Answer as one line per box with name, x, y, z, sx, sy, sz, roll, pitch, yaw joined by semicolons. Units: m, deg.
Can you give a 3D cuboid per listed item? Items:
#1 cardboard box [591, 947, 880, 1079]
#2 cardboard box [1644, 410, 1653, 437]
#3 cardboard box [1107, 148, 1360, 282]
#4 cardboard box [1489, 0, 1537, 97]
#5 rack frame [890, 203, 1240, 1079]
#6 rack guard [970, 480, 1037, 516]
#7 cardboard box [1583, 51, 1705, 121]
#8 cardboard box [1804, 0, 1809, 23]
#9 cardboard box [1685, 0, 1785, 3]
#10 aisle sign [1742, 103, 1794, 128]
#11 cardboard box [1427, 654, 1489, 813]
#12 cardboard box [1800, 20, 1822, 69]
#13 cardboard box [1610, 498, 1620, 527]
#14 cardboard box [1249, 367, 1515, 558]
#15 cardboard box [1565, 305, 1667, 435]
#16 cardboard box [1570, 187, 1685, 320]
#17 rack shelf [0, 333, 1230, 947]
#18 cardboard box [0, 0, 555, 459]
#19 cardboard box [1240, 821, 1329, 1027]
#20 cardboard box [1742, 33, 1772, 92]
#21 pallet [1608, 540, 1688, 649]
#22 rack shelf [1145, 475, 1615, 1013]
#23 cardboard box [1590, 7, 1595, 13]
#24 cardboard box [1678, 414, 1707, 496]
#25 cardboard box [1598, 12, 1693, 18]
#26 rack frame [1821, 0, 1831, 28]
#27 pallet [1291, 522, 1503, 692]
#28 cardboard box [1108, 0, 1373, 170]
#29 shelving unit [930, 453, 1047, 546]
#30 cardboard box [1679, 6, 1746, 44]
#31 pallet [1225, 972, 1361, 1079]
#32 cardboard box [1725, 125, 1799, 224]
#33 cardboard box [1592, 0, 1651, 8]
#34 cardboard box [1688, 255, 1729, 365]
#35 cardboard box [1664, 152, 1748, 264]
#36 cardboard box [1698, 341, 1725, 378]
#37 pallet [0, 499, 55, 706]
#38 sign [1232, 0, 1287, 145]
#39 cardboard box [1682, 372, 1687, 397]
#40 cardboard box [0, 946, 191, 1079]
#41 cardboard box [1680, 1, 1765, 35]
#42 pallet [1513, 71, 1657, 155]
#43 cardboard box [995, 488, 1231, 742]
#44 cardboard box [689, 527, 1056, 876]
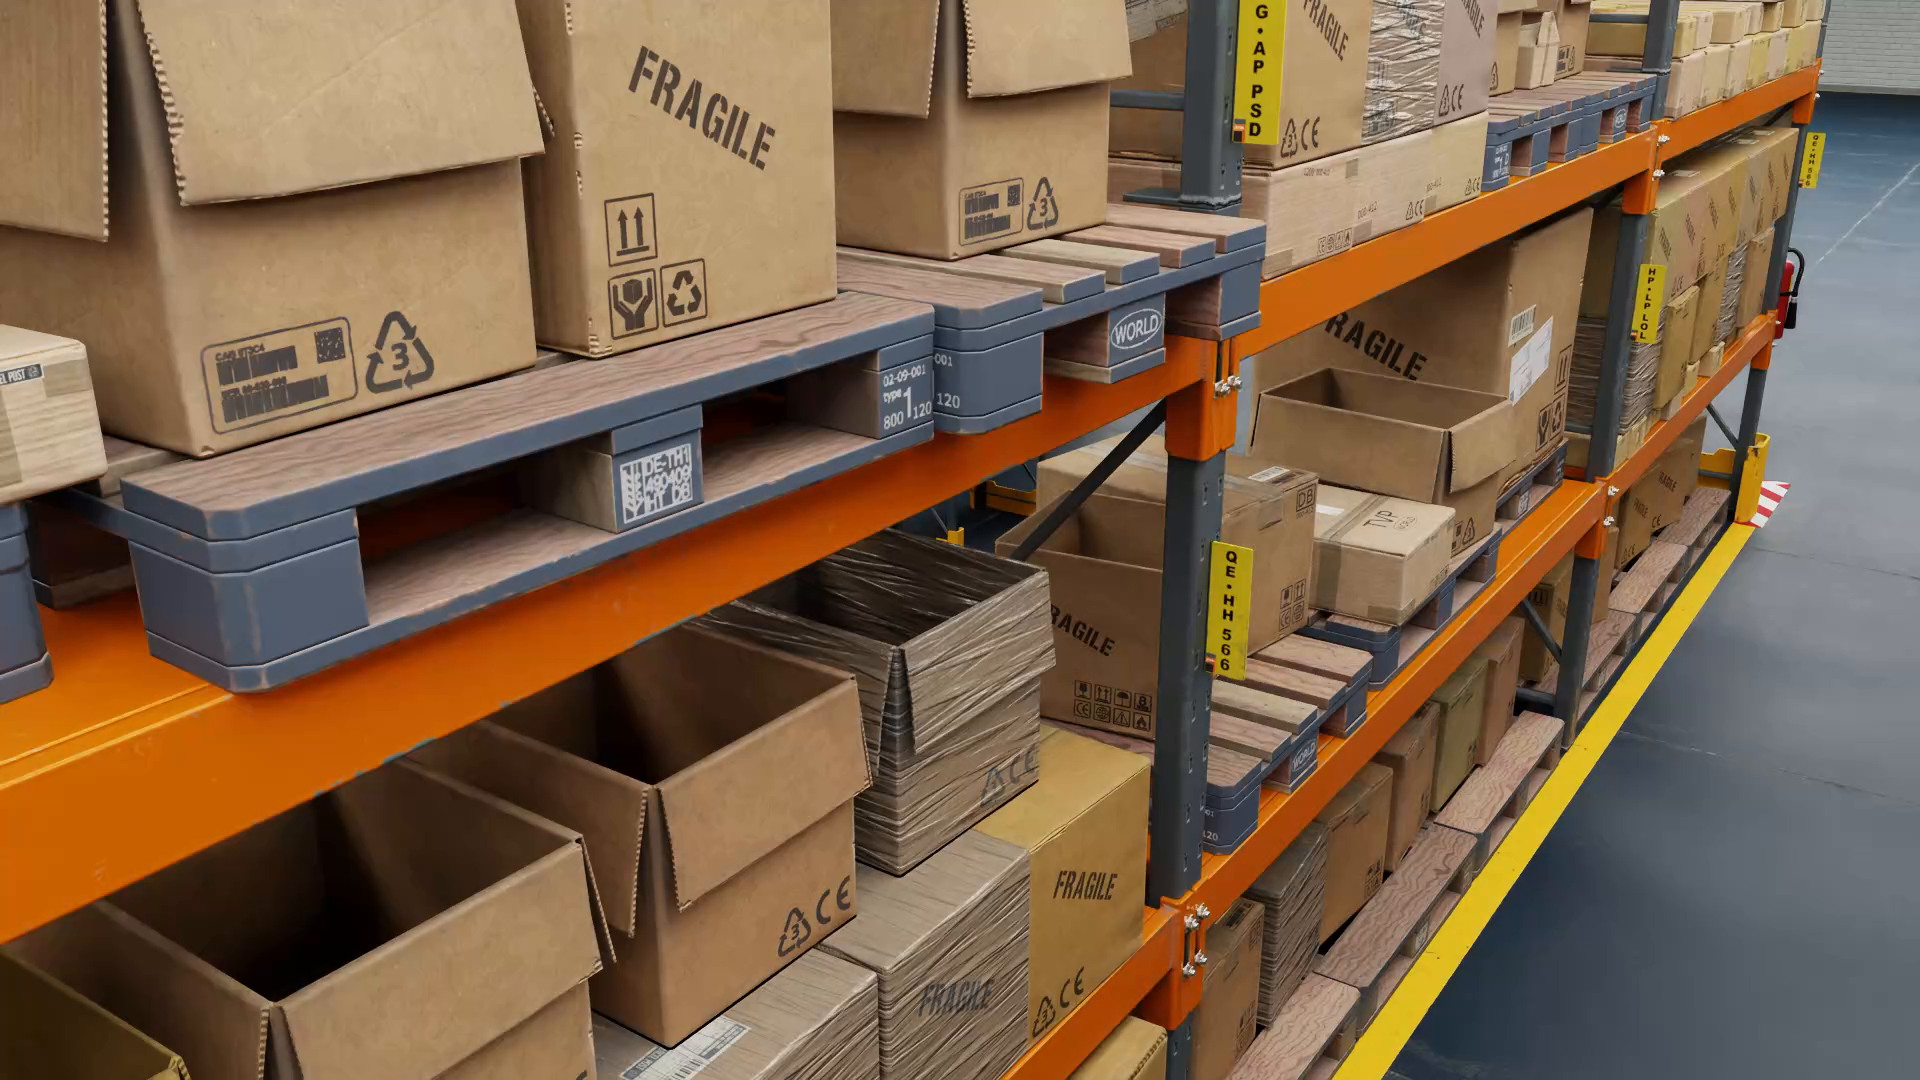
cardboard box;-0.489;1.035;2.999;0.500;0.500;0.500;12;24;30
cardboard box;3.045;-0.579;7.867;0.380;0.149;0.250;13;24;32
cardboard box;0.632;-0.821;4.053;0.500;0.250;0.500;14;24;33
cardboard box;1.531;-1.813;5.765;0.797;0.503;0.637;14;25;34
rack frame;0.158;0.601;4.317;1.000;3.000;0.127;13;24;32
rack guard;0.323;-0.282;10.667;0.587;0.250;0.087;13;24;32
cardboard box;2.871;-1.963;7.140;0.500;0.250;0.500;12;24;30
cardboard box;4.450;-2.926;9.169;0.380;0.149;0.250;12;23;30
cardboard box;3.993;-3.028;8.511;0.500;0.500;0.500;13;24;32
aisle sign;4.938;-2.873;9.962;0.394;0.787;0.004;13;24;32
cardboard box;1.759;0.724;6.953;0.700;0.500;0.500;13;24;31
cardboard box;4.594;-2.843;9.521;0.500;0.250;0.500;14;24;33
cardboard box;3.264;-0.038;9.041;0.500;0.500;0.500;11;23;27
cardboard box;1.508;-0.277;5.936;0.797;0.503;0.637;16;26;37
cardboard box;2.710;-0.850;7.668;0.875;0.500;0.500;13;24;32
cardboard box;2.869;-1.282;7.393;0.500;0.500;0.500;13;24;32
rack shelf;-0.967;0.105;2.370;1.077;0.370;4.000;13;24;32
cardboard box;-0.973;-0.461;2.110;0.797;0.503;0.637;13;24;31
cardboard box;0.819;1.209;5.642;0.700;0.500;0.500;11;23;27
cardboard box;3.742;-2.409;8.346;0.500;0.250;0.500;13;24;31
pallet;3.440;0.210;9.394;1.003;0.211;1.213;13;24;32
rack shelf;1.282;0.364;5.994;1.077;0.370;4.000;13;24;32
cardboard box;2.779;-2.452;7.888;0.380;0.149;0.250;12;24;30
cardboard box;4.290;-0.543;10.408;0.500;0.500;0.500;19;28;42
cardboard box;2.937;-2.193;7.189;0.380;0.149;0.250;12;23;29
rack frame;4.655;-4.508;9.482;1.000;3.000;0.127;13;24;32
pallet;1.237;0.115;5.908;1.003;0.211;1.213;13;24;32
cardboard box;0.635;-1.172;3.922;0.500;0.500;0.500;14;24;32
shelving unit;0.043;-0.725;10.064;0.587;1.500;1.083;13;24;32
cardboard box;3.431;-2.405;7.762;0.380;0.149;0.250;13;24;31
pallet;0.598;1.685;5.407;1.003;0.211;1.213;13;24;32
cardboard box;4.550;-2.144;9.724;0.500;0.500;0.500;13;24;32
cardboard box;3.311;-2.659;8.449;0.380;0.149;0.250;12;24;30
cardboard box;3.533;-1.286;8.844;0.875;0.500;0.500;13;24;32
cardboard box;3.703;-1.715;8.563;0.500;0.500;0.500;13;24;32
cardboard box;3.909;-1.004;9.018;0.380;0.149;0.250;13;24;32
pallet;-1.616;0.159;1.465;0.805;0.209;1.217;12;24;30
sign;0.612;-0.975;3.395;0.100;0.325;0.005;13;24;32
cardboard box;3.458;-0.796;8.454;0.380;0.149;0.250;13;24;32
cardboard box;-1.343;0.851;2.049;0.797;0.503;0.637;14;24;32
cardboard box;3.827;-2.636;8.386;0.380;0.149;0.250;12;23;29
pallet;1.971;-1.709;6.510;1.213;0.211;1.003;13;24;32
cardboard box;0.428;0.194;4.667;0.500;0.500;0.500;10;23;25
cardboard box;-0.267;0.290;3.567;0.797;0.503;0.637;14;25;34
